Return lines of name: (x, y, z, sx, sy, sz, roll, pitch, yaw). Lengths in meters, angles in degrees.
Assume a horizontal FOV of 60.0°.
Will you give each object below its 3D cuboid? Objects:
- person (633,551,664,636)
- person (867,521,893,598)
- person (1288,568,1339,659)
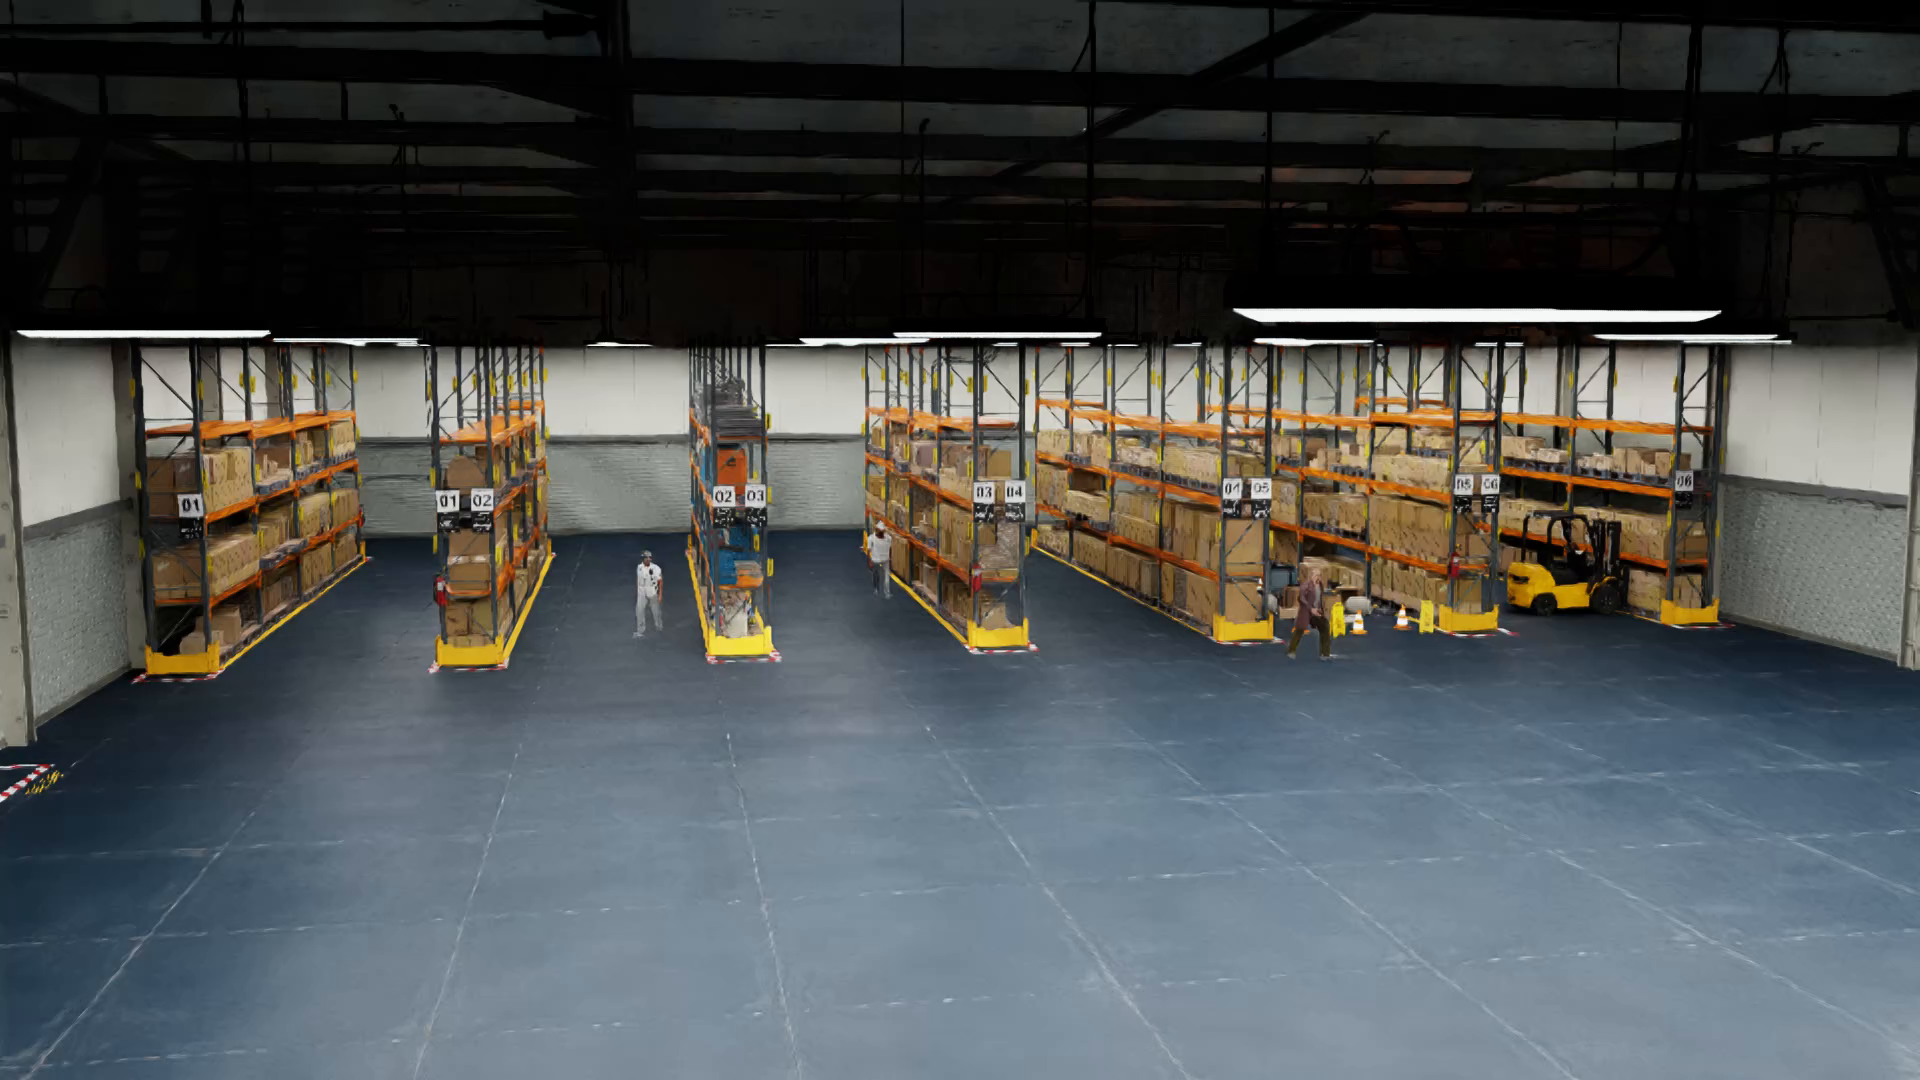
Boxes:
person: (-6.219, 1.047, 33.331, 0.568, 1.722, 0.950, 1, 7, 6)
person: (-1.766, 0.414, 36.648, 0.577, 1.682, 1.128, -1, 7, -8)
person: (6.467, 1.351, 30.694, 0.735, 1.715, 0.893, -3, 7, -26)
